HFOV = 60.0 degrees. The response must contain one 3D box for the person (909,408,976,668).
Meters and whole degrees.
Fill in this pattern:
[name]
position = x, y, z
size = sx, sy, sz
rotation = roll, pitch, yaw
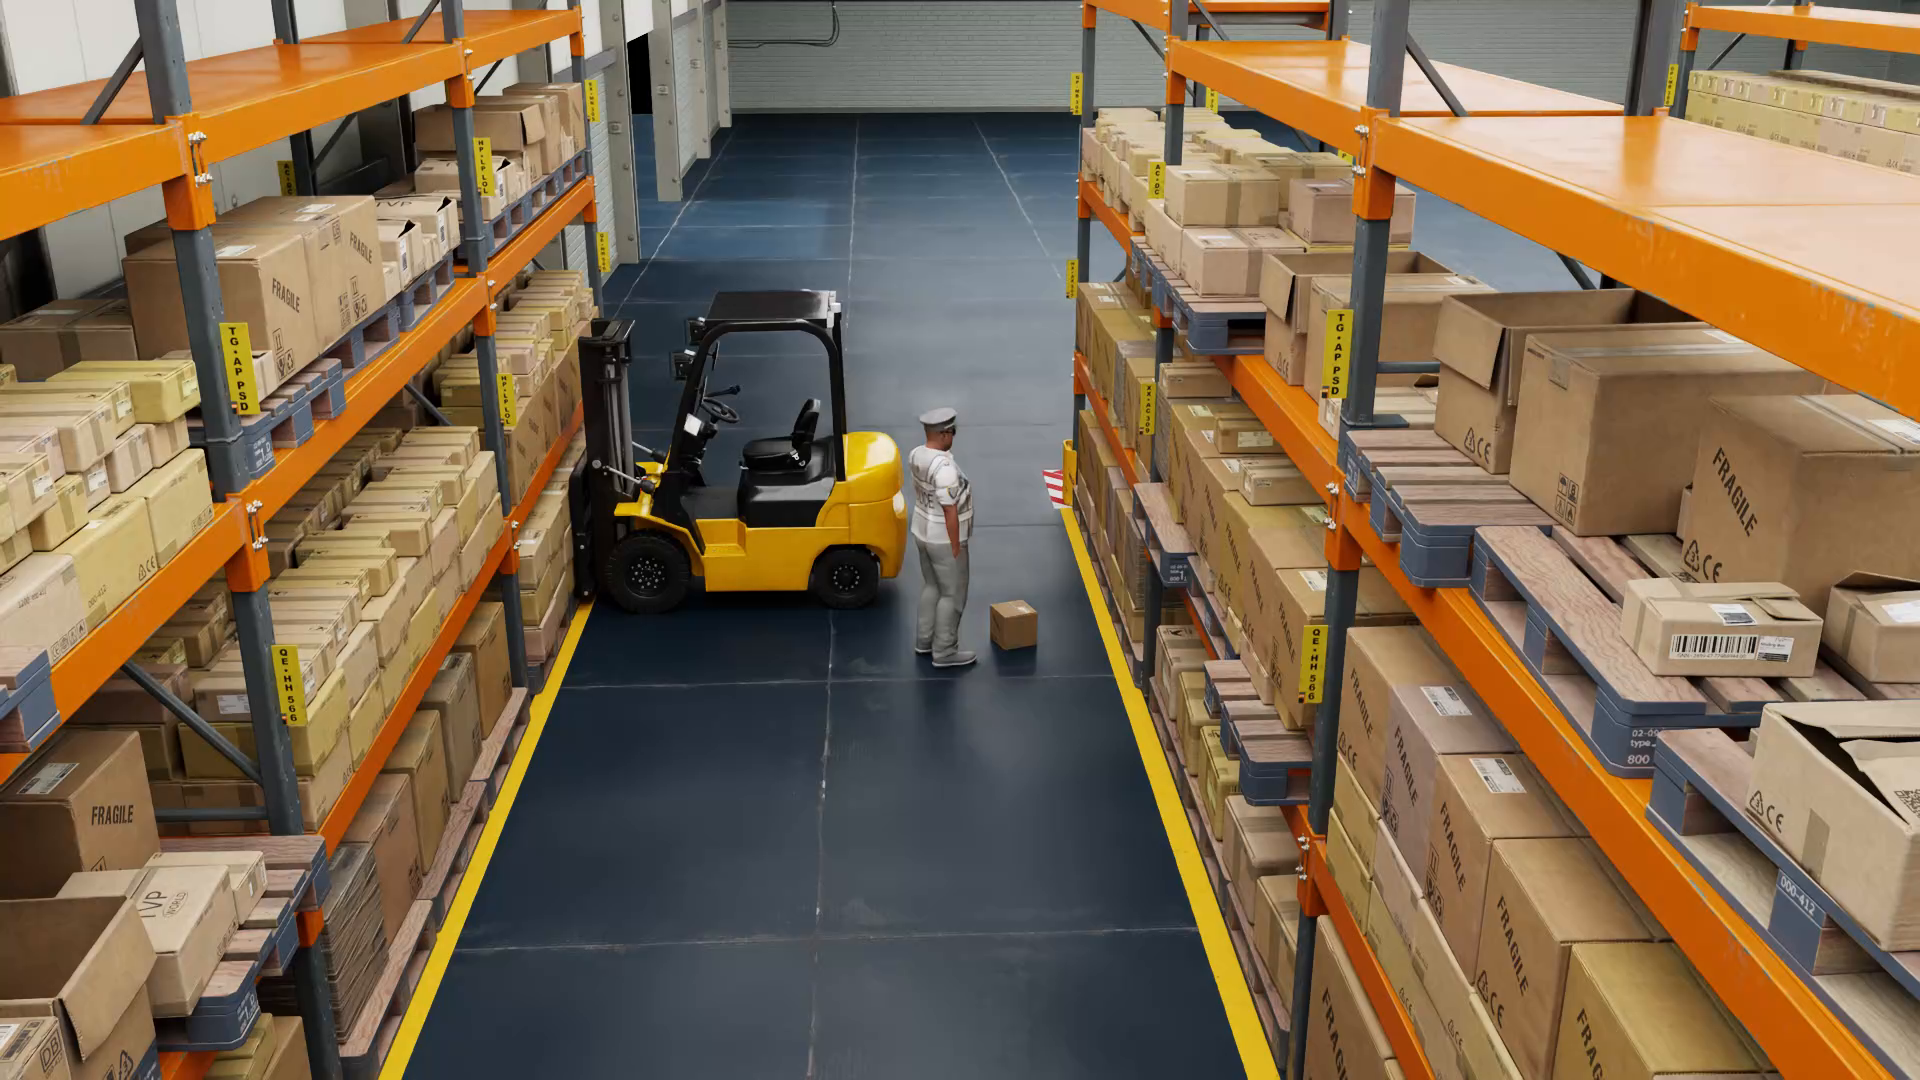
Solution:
[person]
position = -0.117, -0.025, 11.143
size = 0.393, 1.748, 0.528
rotation = -10, 22, -25
